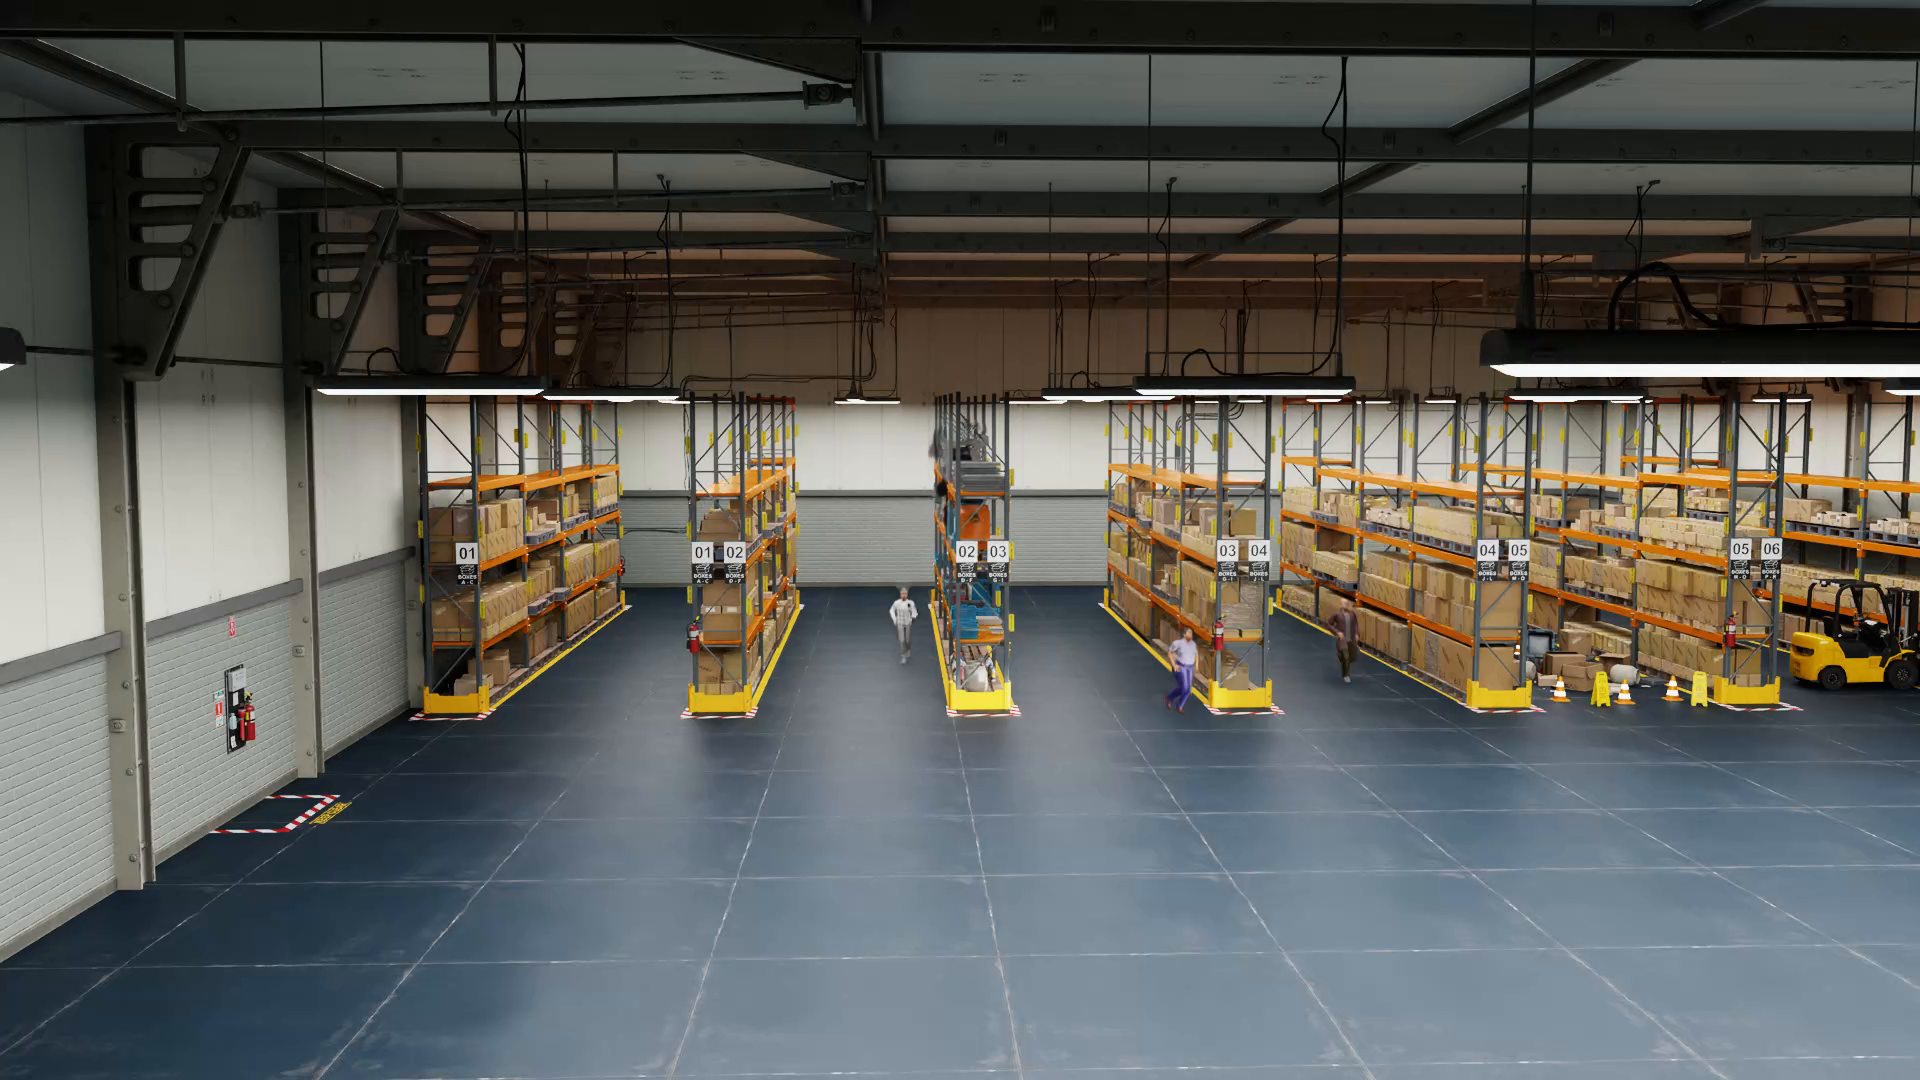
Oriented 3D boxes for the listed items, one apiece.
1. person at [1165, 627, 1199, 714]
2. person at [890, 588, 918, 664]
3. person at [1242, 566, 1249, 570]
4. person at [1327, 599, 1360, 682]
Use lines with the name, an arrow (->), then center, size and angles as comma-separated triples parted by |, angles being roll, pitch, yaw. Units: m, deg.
person -> 4.213, 2.497, 31.164 | 0.637, 1.543, 0.526 | -3, 5, -31
person -> -1.266, 1.899, 37.360 | 0.625, 1.687, 0.700 | 0, 5, -1
person -> 7.971, 1.043, 47.887 | 0.600, 1.718, 0.760 | -4, 6, -44
person -> 8.035, 2.084, 34.854 | 0.730, 1.724, 0.717 | -2, 5, -18
